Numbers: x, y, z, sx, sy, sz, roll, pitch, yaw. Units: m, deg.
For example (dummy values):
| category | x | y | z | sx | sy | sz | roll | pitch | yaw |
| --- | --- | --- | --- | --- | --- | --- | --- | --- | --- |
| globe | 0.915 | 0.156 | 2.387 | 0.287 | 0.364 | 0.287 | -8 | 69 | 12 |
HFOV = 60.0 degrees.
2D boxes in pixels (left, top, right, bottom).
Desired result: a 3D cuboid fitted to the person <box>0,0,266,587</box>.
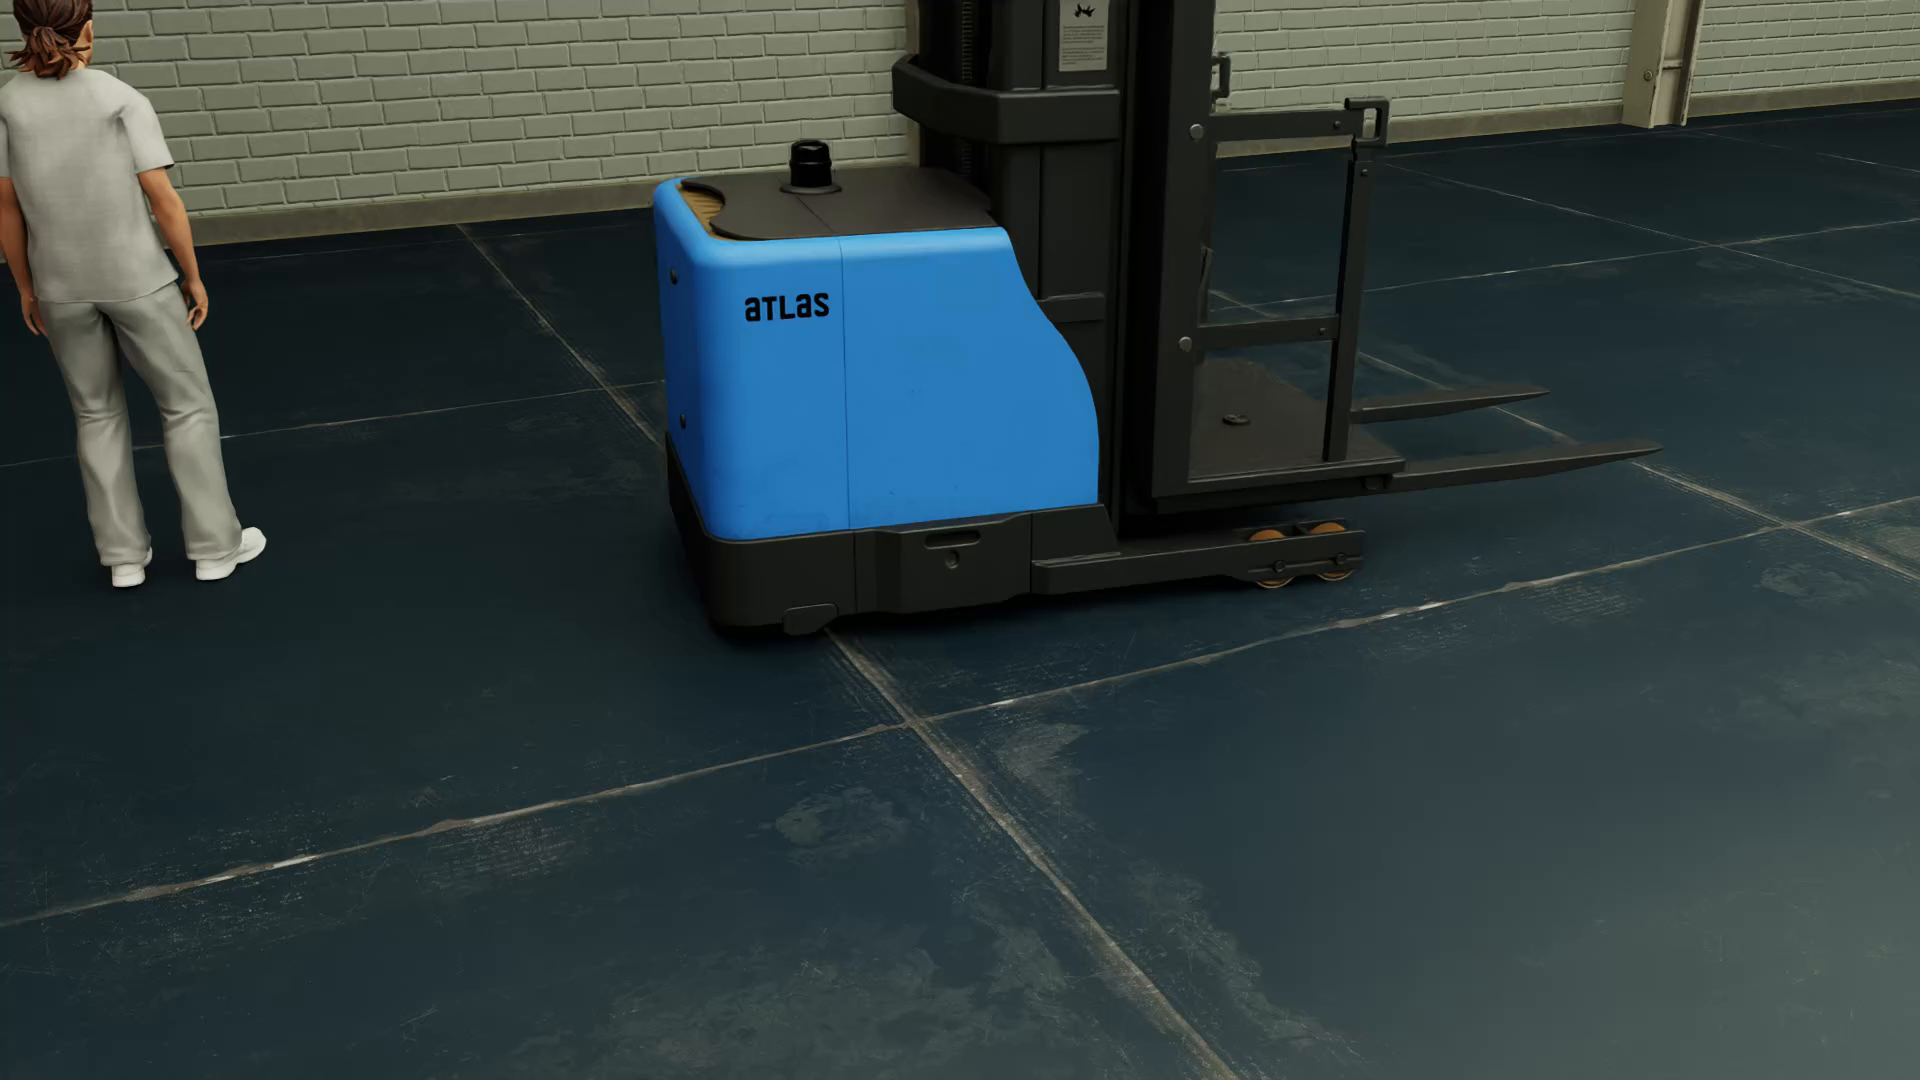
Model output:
| category | x | y | z | sx | sy | sz | roll | pitch | yaw |
| --- | --- | --- | --- | --- | --- | --- | --- | --- | --- |
| person | -2.326 | -0.681 | 4.568 | 0.496 | 1.671 | 0.362 | -4 | 23 | -9 |

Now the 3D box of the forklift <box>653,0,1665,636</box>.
| category | x | y | z | sx | sy | sz | roll | pitch | yaw |
| --- | --- | --- | --- | --- | --- | --- | --- | --- | --- |
| forklift | 0.670 | -1.402 | 4.660 | 3.031 | 2.935 | 1.130 | -6 | 23 | -15 |
